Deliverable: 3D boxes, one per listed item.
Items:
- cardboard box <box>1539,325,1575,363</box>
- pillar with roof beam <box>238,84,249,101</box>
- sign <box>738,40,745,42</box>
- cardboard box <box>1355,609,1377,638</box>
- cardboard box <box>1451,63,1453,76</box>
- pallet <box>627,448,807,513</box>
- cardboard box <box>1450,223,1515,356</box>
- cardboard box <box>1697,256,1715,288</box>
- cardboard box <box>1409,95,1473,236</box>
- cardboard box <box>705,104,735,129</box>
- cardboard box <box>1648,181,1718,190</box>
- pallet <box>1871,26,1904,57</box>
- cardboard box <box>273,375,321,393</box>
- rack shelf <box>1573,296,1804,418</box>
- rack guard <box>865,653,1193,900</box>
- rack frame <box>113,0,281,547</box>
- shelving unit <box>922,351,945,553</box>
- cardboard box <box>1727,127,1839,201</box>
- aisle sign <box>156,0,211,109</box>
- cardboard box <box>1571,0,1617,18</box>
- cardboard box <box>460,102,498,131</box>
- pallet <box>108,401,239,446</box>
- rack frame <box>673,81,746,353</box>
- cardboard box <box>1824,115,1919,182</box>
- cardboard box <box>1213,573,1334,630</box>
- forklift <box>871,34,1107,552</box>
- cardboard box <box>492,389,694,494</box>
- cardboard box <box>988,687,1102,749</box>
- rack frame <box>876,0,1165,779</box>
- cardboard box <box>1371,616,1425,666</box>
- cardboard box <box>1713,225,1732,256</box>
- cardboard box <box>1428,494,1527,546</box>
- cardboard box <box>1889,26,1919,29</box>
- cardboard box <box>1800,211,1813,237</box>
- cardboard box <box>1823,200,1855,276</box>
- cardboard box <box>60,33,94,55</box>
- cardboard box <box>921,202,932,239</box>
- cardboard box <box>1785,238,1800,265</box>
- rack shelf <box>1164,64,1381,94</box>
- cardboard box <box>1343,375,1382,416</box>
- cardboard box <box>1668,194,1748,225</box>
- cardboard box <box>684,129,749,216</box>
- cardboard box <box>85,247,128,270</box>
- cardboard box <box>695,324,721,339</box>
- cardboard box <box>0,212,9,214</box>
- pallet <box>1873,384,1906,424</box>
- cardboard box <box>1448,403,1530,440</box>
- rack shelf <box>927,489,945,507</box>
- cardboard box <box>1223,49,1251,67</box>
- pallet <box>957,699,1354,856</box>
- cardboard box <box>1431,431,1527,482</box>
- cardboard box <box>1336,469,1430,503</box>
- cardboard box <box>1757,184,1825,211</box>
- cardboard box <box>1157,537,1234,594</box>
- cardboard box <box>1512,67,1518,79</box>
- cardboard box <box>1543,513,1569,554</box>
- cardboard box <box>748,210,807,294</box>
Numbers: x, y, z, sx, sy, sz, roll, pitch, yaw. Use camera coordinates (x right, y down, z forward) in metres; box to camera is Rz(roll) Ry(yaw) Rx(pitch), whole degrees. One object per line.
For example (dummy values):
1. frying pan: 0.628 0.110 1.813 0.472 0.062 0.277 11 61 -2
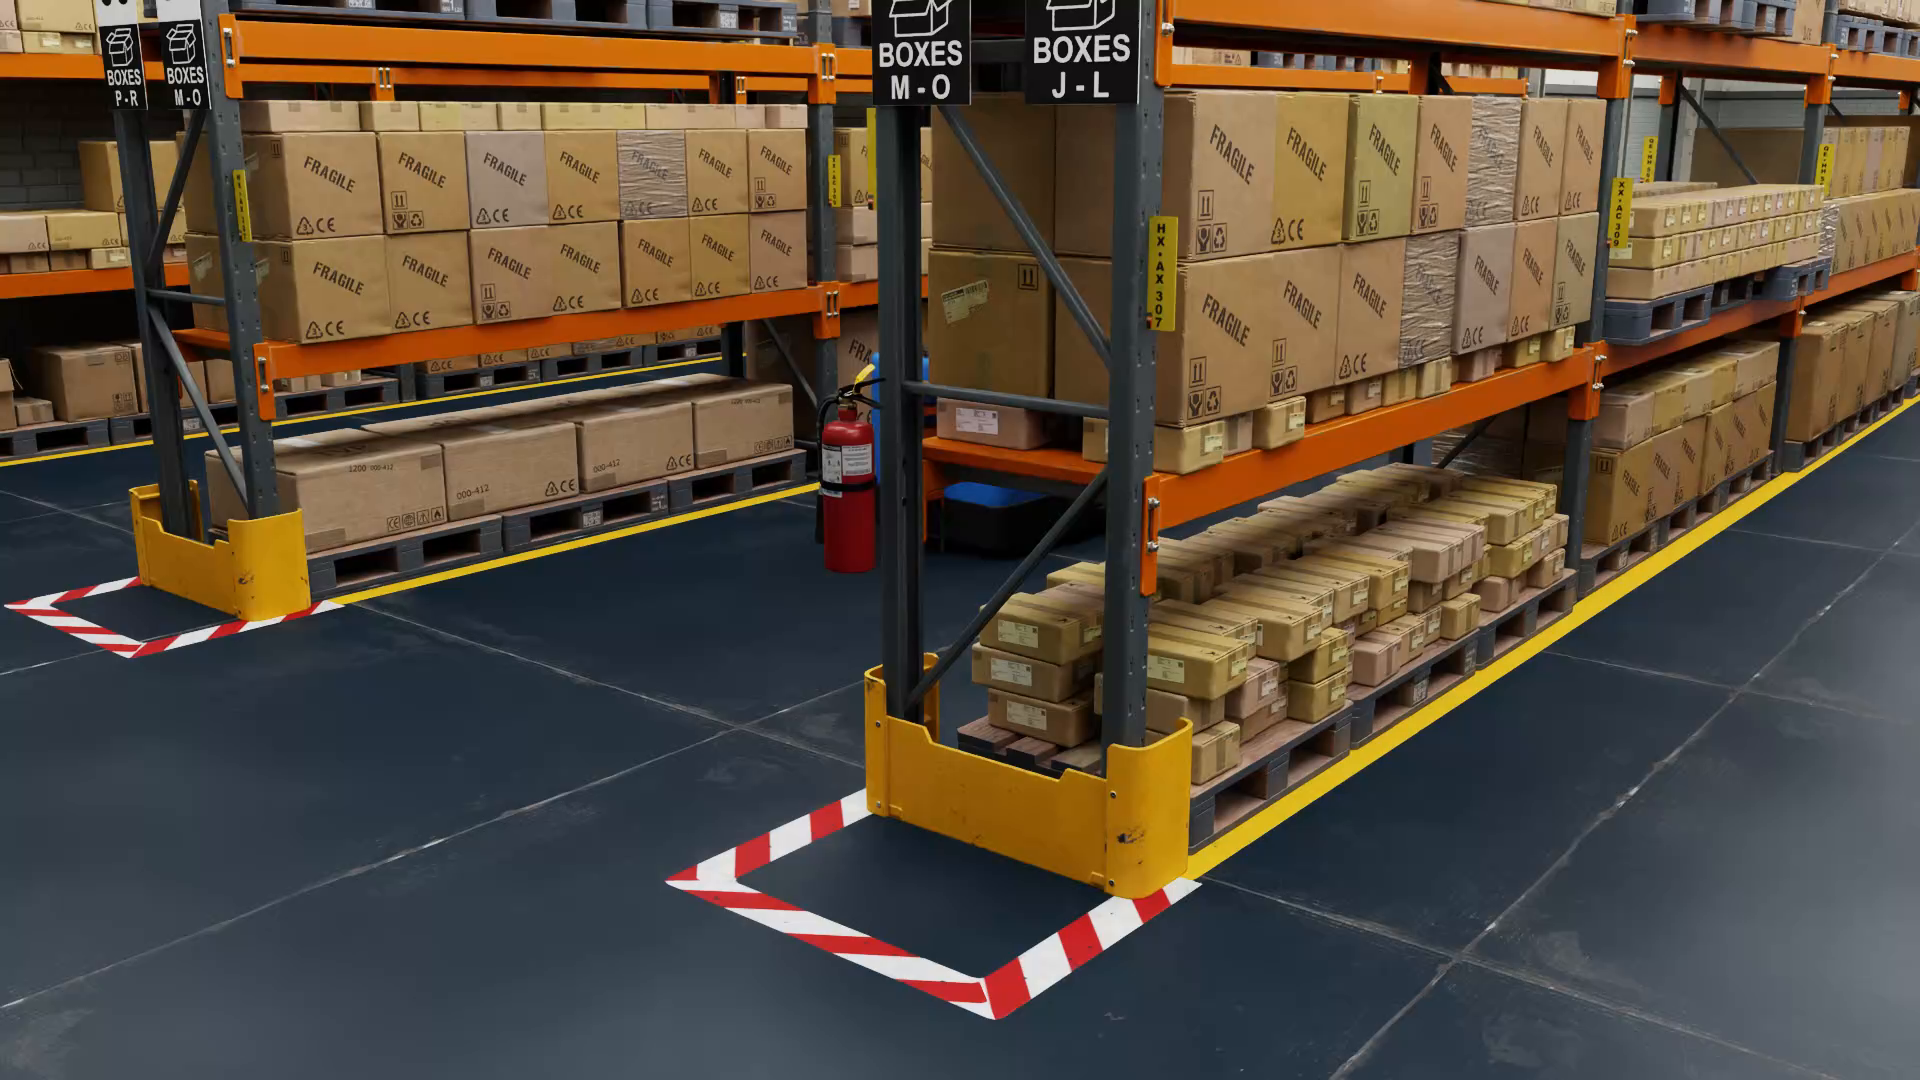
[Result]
1. cardboard box: 2.597 -0.919 7.658 0.380 0.149 0.250 11 18 36
2. pillar with roof beam: -2.896 -4.960 10.869 9.100 9.000 0.400 11 18 38
3. sign: -2.171 -5.098 16.456 0.100 0.325 0.005 11 18 38
4. cardboard box: 1.464 0.281 6.757 0.380 0.149 0.250 12 19 40
5. cardboard box: 5.144 -5.126 18.127 0.380 0.149 0.250 11 18 38
6. pallet: -1.781 -0.459 11.003 1.003 0.211 1.213 11 18 38
7. cardboard box: 1.946 -1.060 6.895 0.500 0.500 0.500 11 18 37
8. cardboard box: 3.765 -1.433 8.829 0.380 0.149 0.250 11 18 38
9. cardboard box: 1.620 -1.446 6.384 0.500 0.500 0.500 11 18 36
10. cardboard box: -1.603 -2.604 10.229 0.380 0.149 0.250 11 18 38
11. cardboard box: 4.741 -2.275 10.934 0.380 0.149 0.250 11 18 38
12. pallet: 6.249 -3.672 12.278 1.003 0.211 1.213 12 19 40
13. cardboard box: -5.452 -1.370 13.623 0.396 0.266 0.258 12 19 40
14. rack shelf: 3.928 -1.232 9.842 1.077 0.370 4.000 11 18 38
15. rack guard: 0.205 0.765 5.596 1.175 0.500 0.348 11 18 38
16. rack frame: -3.756 -1.178 8.170 1.000 3.000 0.127 11 18 38
17. shelving unit: -0.241 -0.514 9.209 0.258 1.200 0.189 12 19 40
18. cardboard box: 5.792 -2.678 11.841 0.700 0.500 0.500 11 18 37
19. aisle sign: -3.576 -2.380 7.619 0.394 0.787 0.004 11 18 38
20. cardboard box: 2.573 -2.443 7.361 0.500 0.250 0.500 12 18 39
21. cardboard box: -2.681 -2.256 8.860 0.380 0.149 0.250 11 18 38
22. pallet: -6.304 -0.994 13.109 1.003 0.211 1.213 11 18 38
23. rack frame: -2.592 -3.478 17.222 1.000 3.000 0.127 11 18 38
24. cardboard box: 7.958 -3.391 14.383 0.875 0.550 0.550 11 18 38
25. cardboard box: 1.180 0.250 6.275 0.380 0.149 0.250 10 17 35
26. forklift: 0.821 -1.652 10.172 1.130 2.935 3.031 12 19 40
27. cardboard box: -2.283 -0.631 10.366 0.875 0.438 0.875 11 18 36
28. cardboard box: 0.326 0.613 6.054 0.380 0.149 0.250 12 18 38
29. rack frame: 0.157 -0.432 5.231 1.000 3.000 0.127 11 18 38
30. cardboard box: 1.697 0.397 6.904 0.380 0.149 0.250 11 18 38
31. cardboard box: 3.931 -1.629 8.998 0.380 0.149 0.250 12 19 40
32. cardboard box: 2.369 -0.096 7.637 0.380 0.149 0.250 11 18 37
33. cardboard box: 7.380 -4.203 13.232 0.500 0.250 0.500 11 18 38
34. cardboard box: 5.062 -1.973 10.352 0.380 0.149 0.250 12 19 40
35. cardboard box: 5.995 -2.154 11.808 0.500 0.500 0.500 11 18 37
36. cardboard box: -6.416 -3.544 11.899 0.380 0.149 0.250 11 18 37
37. cardboard box: -0.441 -2.259 11.712 0.500 0.250 0.500 12 18 38
38. cardboard box: 4.914 -1.783 10.209 0.380 0.149 0.250 12 18 38
39. rack shelf: 2.529 -4.199 15.428 1.077 0.370 4.000 11 18 38
40. cardboard box: 1.377 -0.582 6.331 0.380 0.149 0.250 11 18 36
41. cardboard box: 4.088 -1.820 9.144 0.380 0.149 0.250 12 19 40
42. cardboard box: -1.649 -2.249 10.148 0.500 0.500 0.500 11 18 37
43. cardboard box: -6.351 -2.084 12.243 0.380 0.149 0.250 11 18 36
44. cardboard box: -2.690 -2.356 17.028 0.500 0.500 0.500 12 19 39
45. cardboard box: -7.212 -2.245 12.069 0.500 0.250 0.500 11 18 38
46. pallet: 7.273 -1.219 13.993 1.003 0.211 1.213 11 18 38
47. cardboard box: 2.943 -0.735 9.125 0.500 0.250 0.500 11 18 36
48. rack shelf: -0.241 -0.238 9.279 0.258 0.103 0.180 12 19 40
49. cardboard box: 2.208 -4.511 14.986 0.797 0.503 0.637 11 18 38
50. pallet: 0.743 0.755 6.222 1.003 0.211 1.213 11 18 38
51. cardboard box: 2.940 -0.371 9.214 0.500 0.500 0.500 11 18 36
52. cardboard box: 2.074 -0.231 8.167 0.380 0.149 0.250 12 19 40
53. cardboard box: 5.234 -2.169 10.519 0.380 0.149 0.250 10 18 35
54. cardboard box: 0.897 0.109 6.830 0.380 0.149 0.250 12 19 40
55. cardboard box: 6.293 -5.463 19.454 0.380 0.149 0.250 11 18 38
56. cardboard box: 2.721 -0.054 8.078 0.380 0.149 0.250 12 18 39
57. cardboard box: -1.335 -1.865 10.668 0.500 0.500 0.500 11 18 38
